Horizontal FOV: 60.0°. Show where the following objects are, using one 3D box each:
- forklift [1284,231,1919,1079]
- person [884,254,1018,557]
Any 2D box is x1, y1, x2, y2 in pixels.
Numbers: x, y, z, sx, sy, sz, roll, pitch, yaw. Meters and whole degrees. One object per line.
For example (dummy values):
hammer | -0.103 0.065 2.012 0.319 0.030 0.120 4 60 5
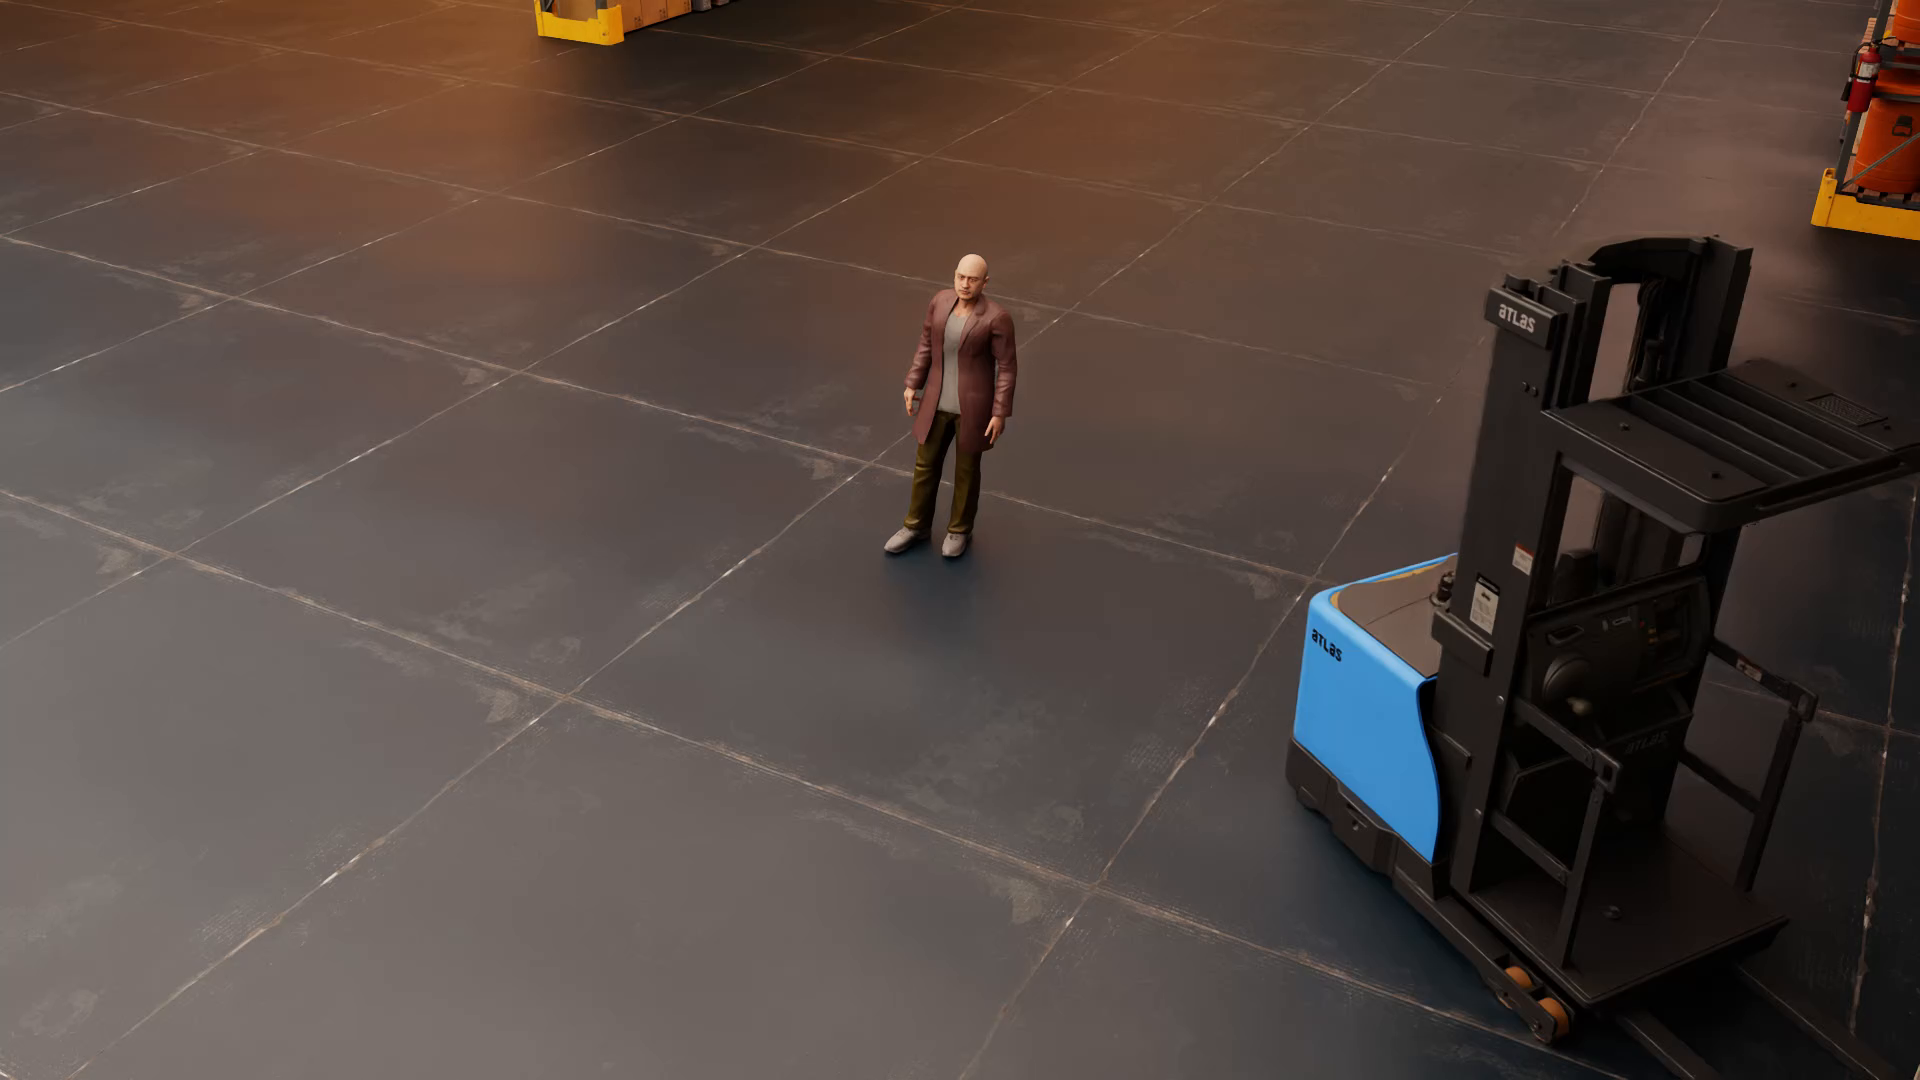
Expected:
forklift | 2.646 0.457 6.279 1.130 2.935 3.031 -14 33 -22
person | -0.048 -0.738 9.488 0.696 1.776 0.582 15 33 25
